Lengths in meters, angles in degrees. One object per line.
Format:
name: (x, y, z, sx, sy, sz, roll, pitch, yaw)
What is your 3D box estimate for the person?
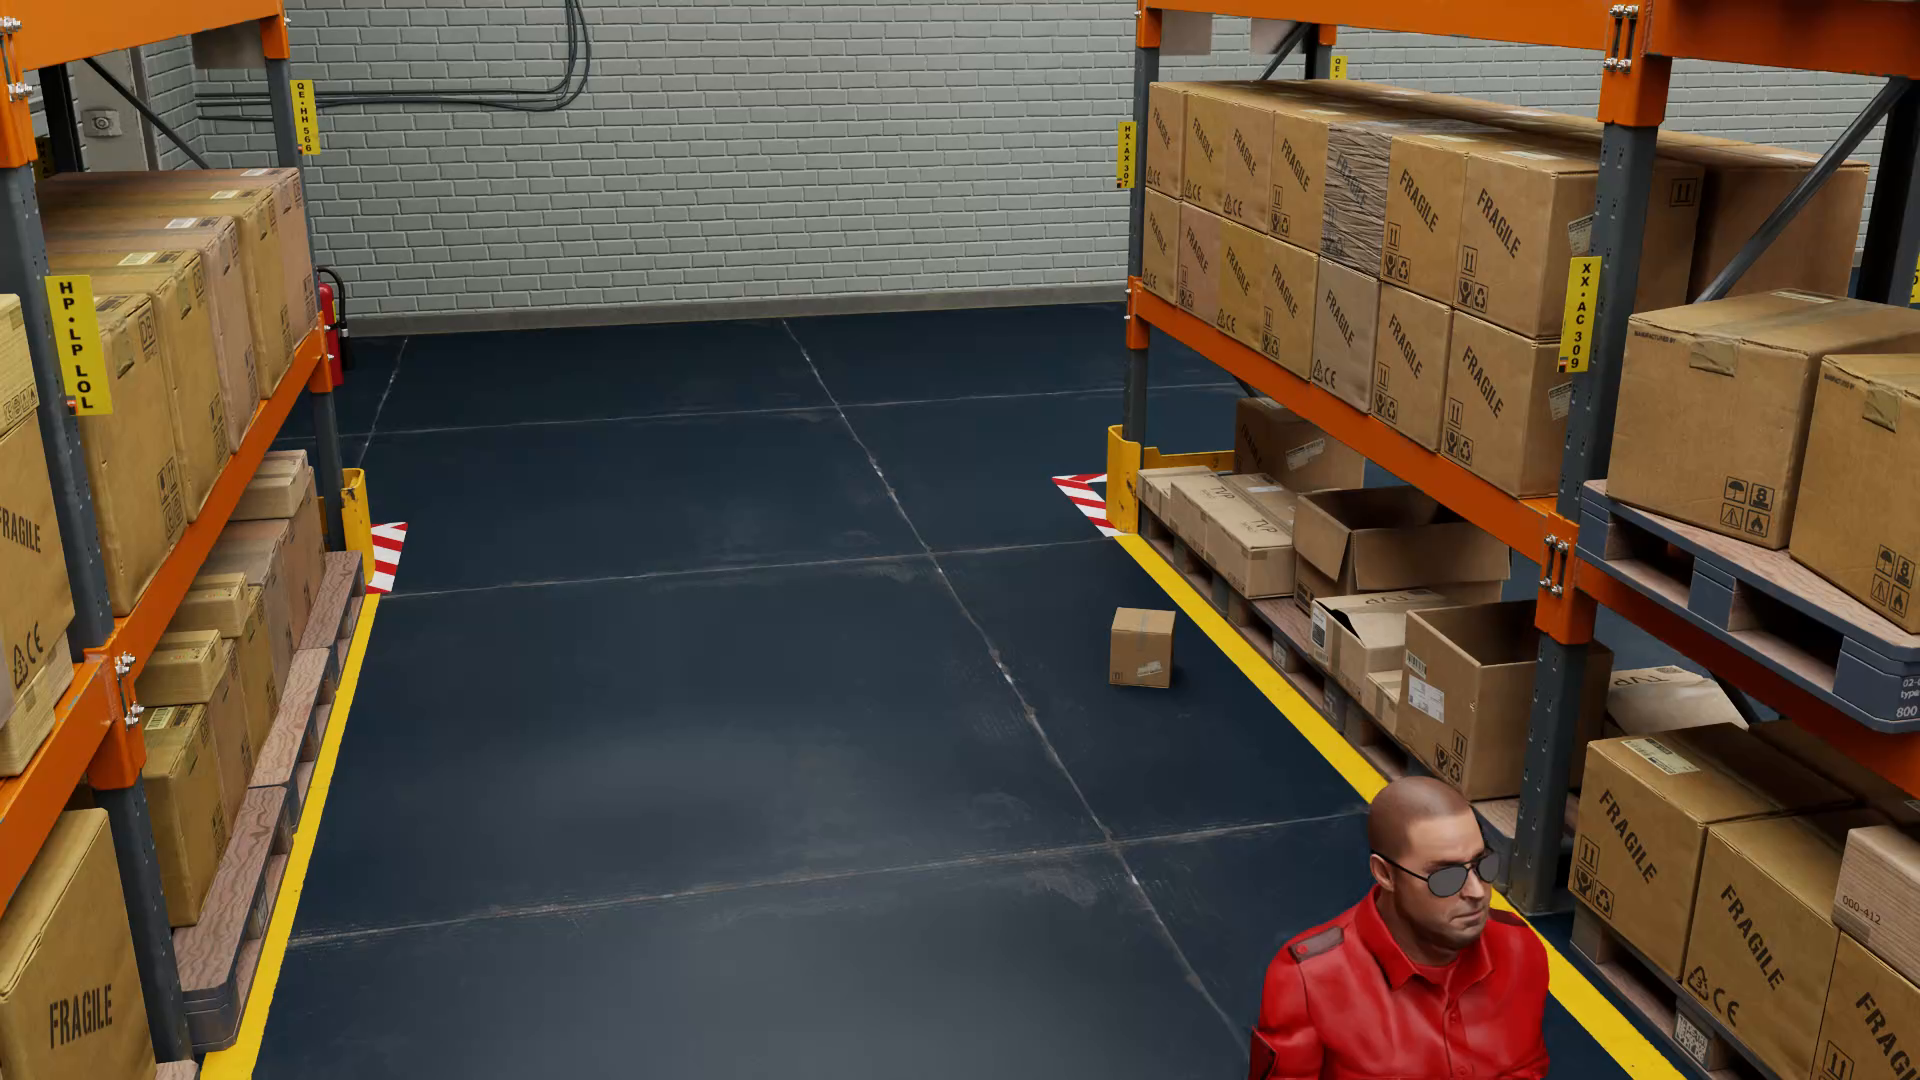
person: (0.715, 1.176, 2.754, 0.534, 1.667, 1.015, -3, 20, -10)
